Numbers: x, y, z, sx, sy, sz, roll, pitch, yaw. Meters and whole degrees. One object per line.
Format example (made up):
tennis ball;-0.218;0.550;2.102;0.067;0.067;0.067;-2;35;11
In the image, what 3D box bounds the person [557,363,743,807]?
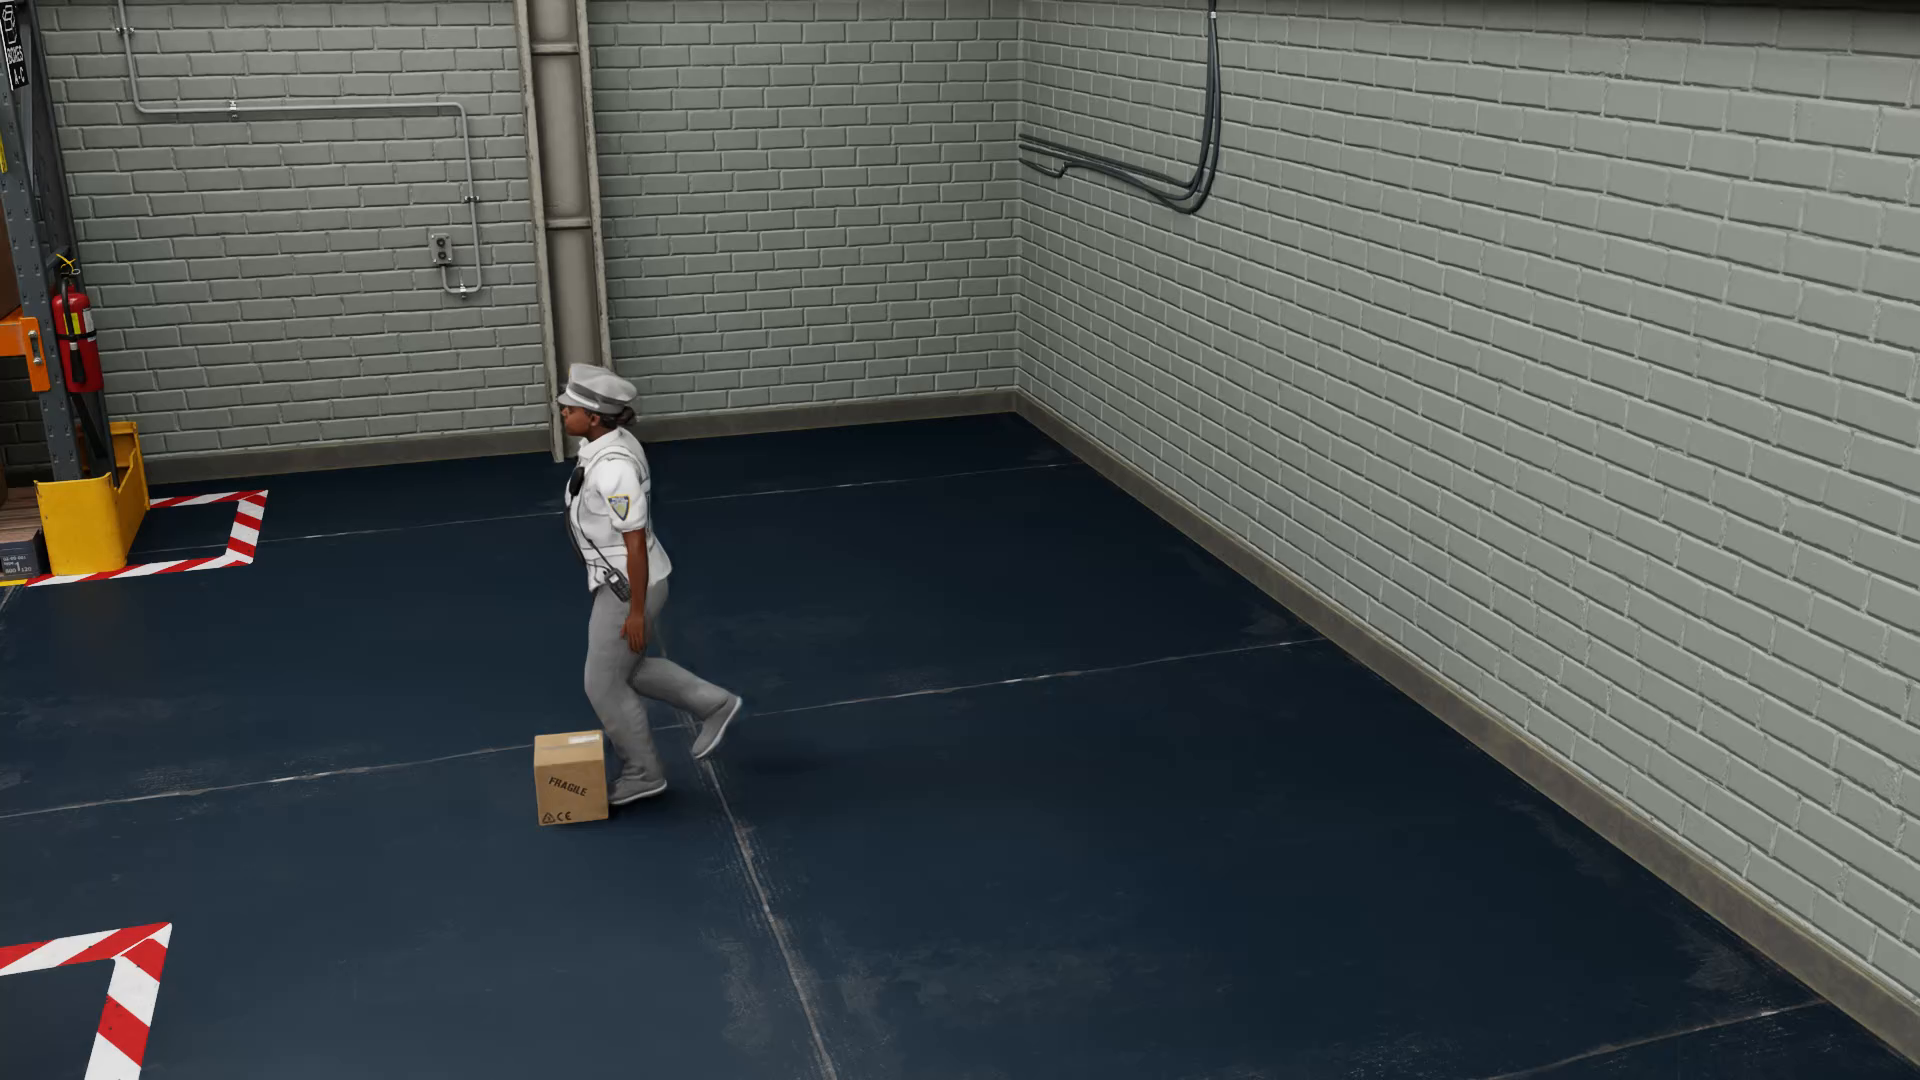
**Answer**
person;-1.112;0.155;6.080;0.604;1.667;0.490;-4;20;-10
